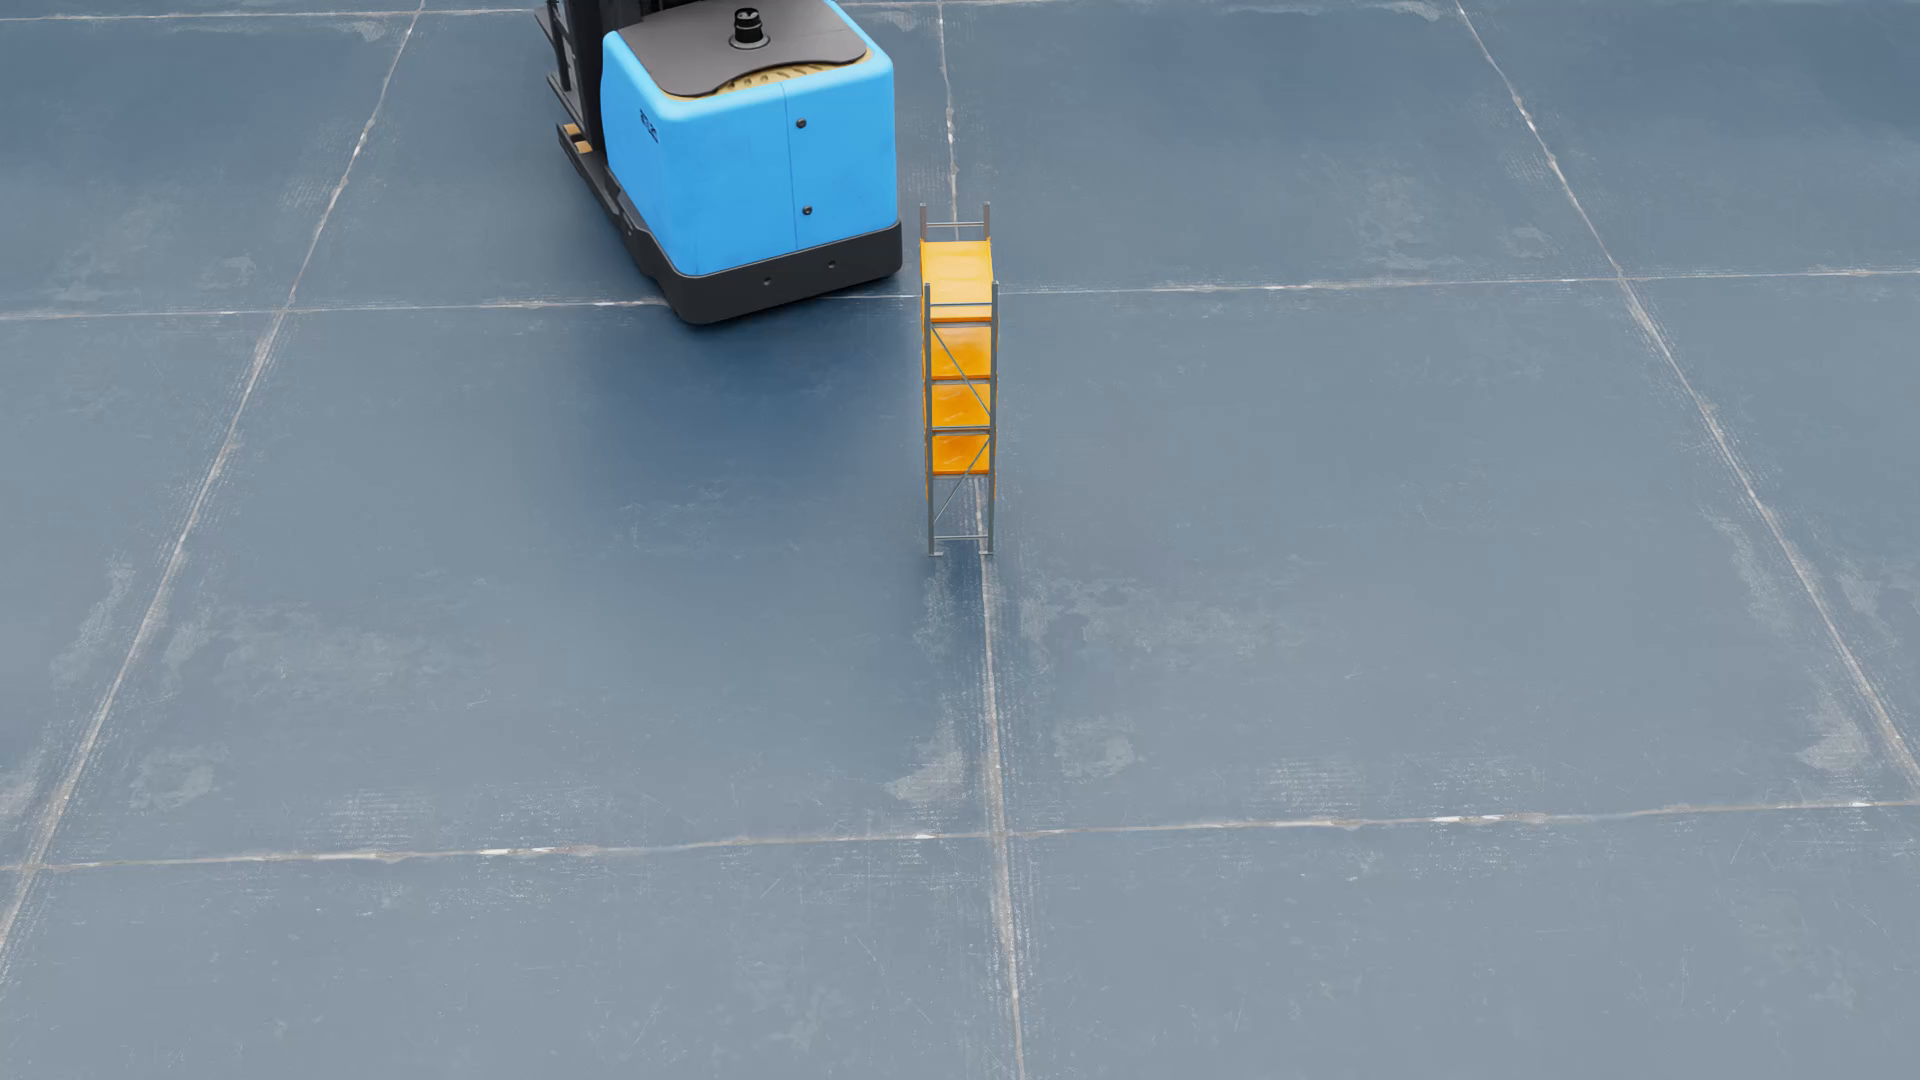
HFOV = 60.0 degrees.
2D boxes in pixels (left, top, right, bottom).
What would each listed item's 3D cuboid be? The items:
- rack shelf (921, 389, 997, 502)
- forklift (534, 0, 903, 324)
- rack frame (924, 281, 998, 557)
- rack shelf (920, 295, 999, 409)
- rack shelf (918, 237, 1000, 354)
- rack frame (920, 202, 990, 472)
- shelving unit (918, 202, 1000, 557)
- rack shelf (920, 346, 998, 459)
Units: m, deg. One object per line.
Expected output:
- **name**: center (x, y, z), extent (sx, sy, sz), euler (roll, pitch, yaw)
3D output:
- **rack shelf**: center (-0.007, -0.358, 6.146), extent (0.258, 0.148, 0.480), euler (-2, 43, -2)
- **forklift**: center (-1.360, -3.004, 7.359), extent (1.130, 2.935, 3.031), euler (-18, 46, -19)
- **rack frame**: center (0.003, -0.389, 5.787), extent (0.240, 1.200, 0.015), euler (-2, 43, -2)
- **rack shelf**: center (-0.007, -0.669, 5.861), extent (0.258, 0.148, 0.480), euler (-2, 43, -2)
- **rack shelf**: center (-0.007, -0.844, 5.701), extent (0.258, 0.148, 0.480), euler (-2, 43, -2)
- **rack frame**: center (-0.017, -0.719, 6.146), extent (0.240, 1.200, 0.015), euler (-2, 43, -2)
- **shelving unit**: center (-0.007, -0.554, 5.966), extent (0.258, 1.200, 0.503), euler (-2, 43, -2)
- **rack shelf**: center (-0.007, -0.504, 6.012), extent (0.258, 0.148, 0.480), euler (-2, 43, -2)
